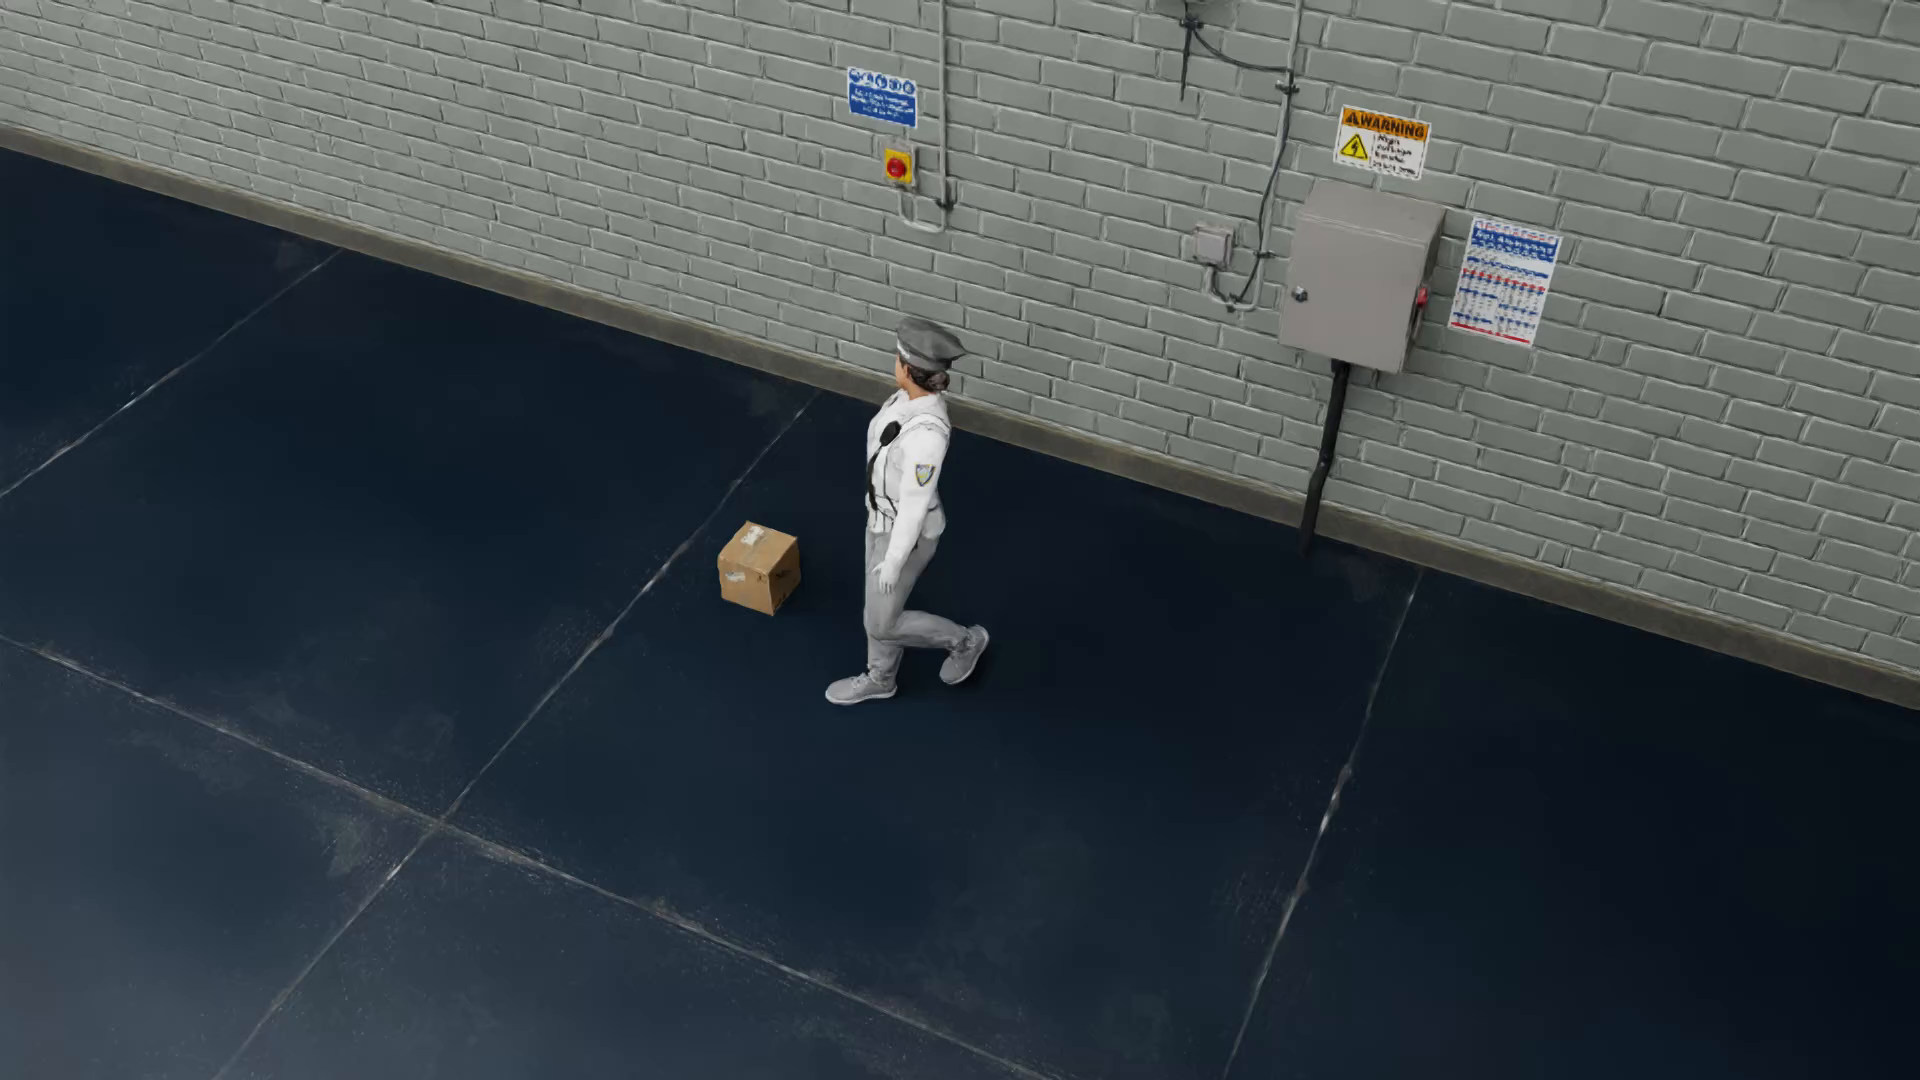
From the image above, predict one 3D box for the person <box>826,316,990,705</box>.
[{"bbox_3d":[-0.224,-0.053,6.226,0.657,1.641,0.544,-5,43,-6],"label":"person"}]
